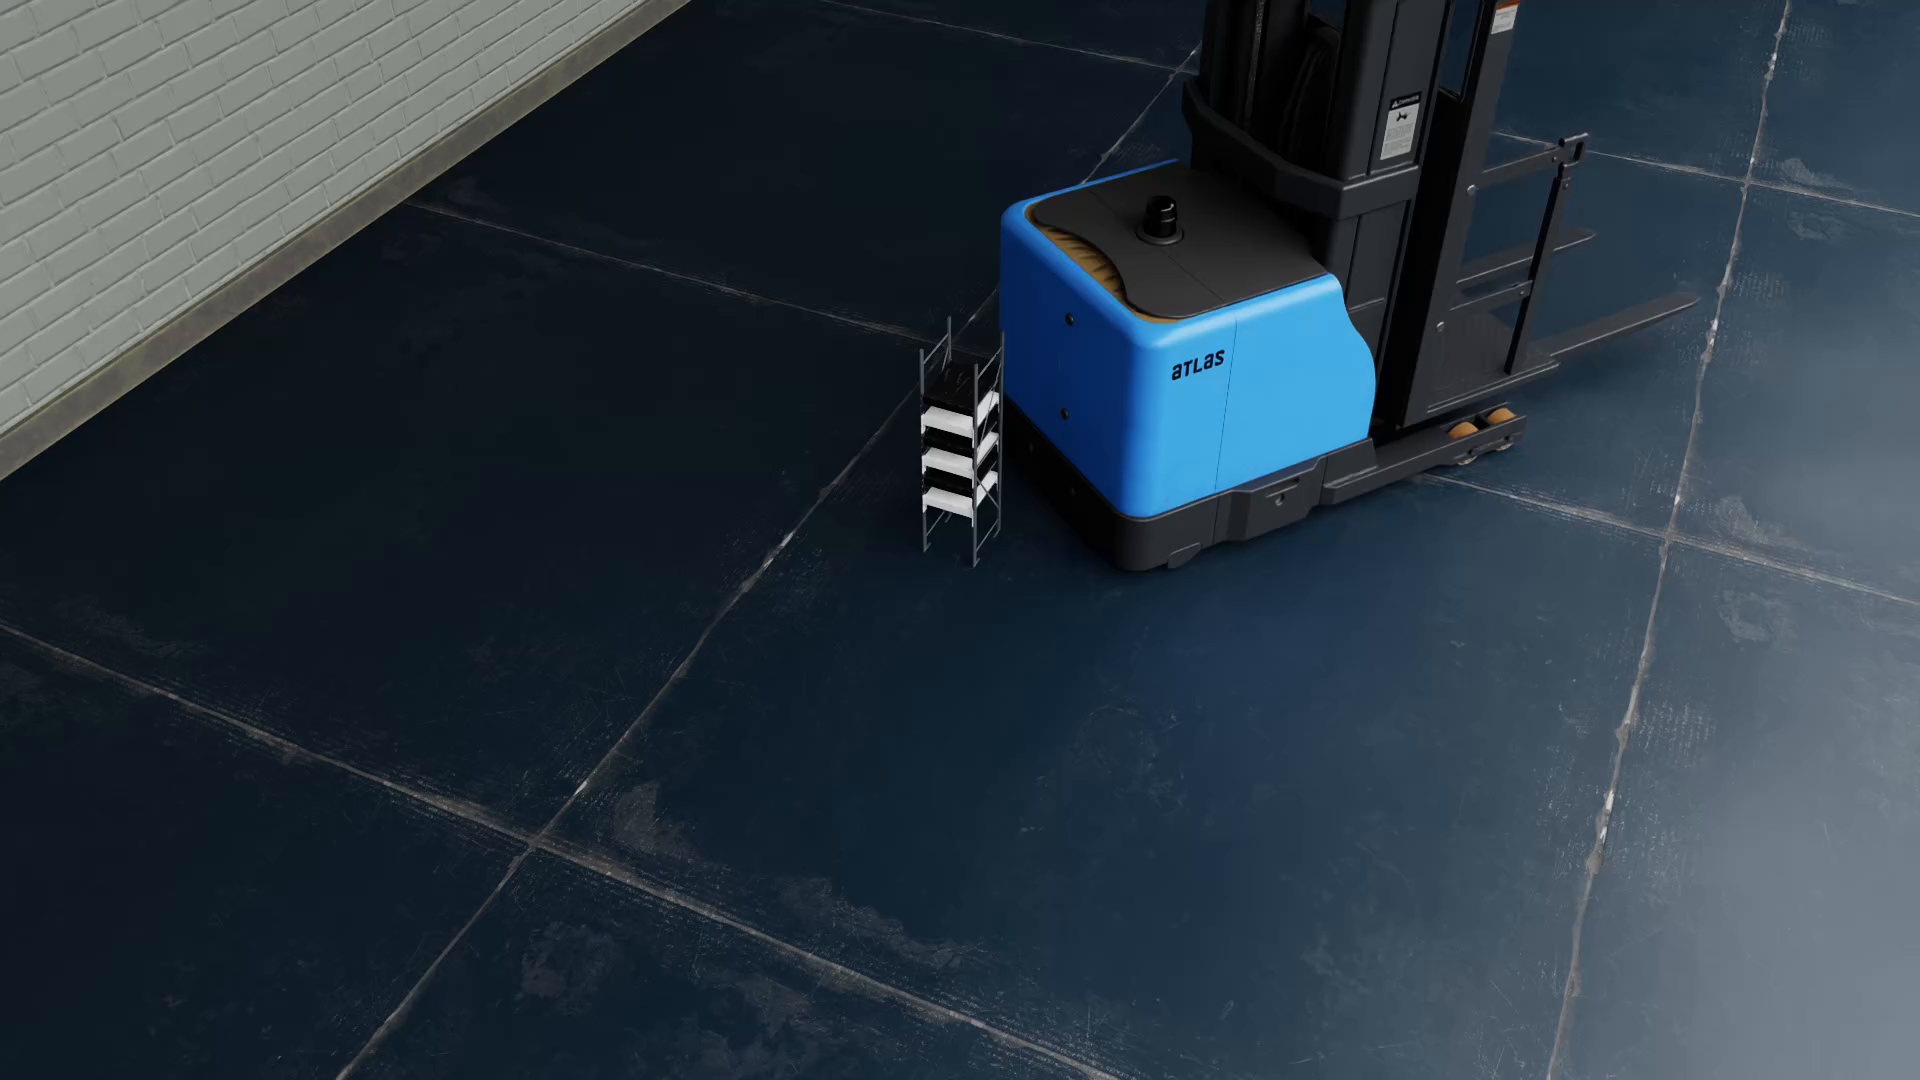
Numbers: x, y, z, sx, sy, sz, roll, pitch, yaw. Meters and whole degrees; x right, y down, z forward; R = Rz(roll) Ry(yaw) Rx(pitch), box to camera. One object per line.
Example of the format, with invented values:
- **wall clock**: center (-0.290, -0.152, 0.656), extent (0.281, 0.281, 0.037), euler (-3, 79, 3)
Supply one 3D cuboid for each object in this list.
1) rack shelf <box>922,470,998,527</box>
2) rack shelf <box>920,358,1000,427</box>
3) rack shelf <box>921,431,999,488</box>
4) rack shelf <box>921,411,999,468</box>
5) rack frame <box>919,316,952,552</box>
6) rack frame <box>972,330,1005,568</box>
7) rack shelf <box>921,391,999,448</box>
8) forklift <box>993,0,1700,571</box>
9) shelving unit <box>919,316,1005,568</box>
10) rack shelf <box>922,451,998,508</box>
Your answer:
- **rack shelf**: center (0.007, -0.177, 6.092), extent (0.200, 0.077, 0.258), euler (17, 44, 19)
- **rack shelf**: center (0.007, -0.517, 5.798), extent (0.200, 0.077, 0.258), euler (17, 44, 19)
- **rack shelf**: center (0.007, -0.313, 5.974), extent (0.200, 0.077, 0.258), euler (17, 44, 19)
- **rack shelf**: center (0.007, -0.381, 5.916), extent (0.200, 0.077, 0.258), euler (17, 44, 19)
- **rack frame**: center (-0.085, -0.366, 5.985), extent (0.006, 0.900, 0.240), euler (17, 44, 19)
- **rack frame**: center (0.099, -0.310, 5.920), extent (0.006, 0.900, 0.240), euler (17, 44, 19)
- **rack shelf**: center (0.007, -0.449, 5.857), extent (0.200, 0.077, 0.258), euler (17, 44, 19)
- **forklift**: center (1.676, -1.690, 5.962), extent (3.031, 2.935, 1.130), euler (-20, 45, -21)
- **shelving unit**: center (0.007, -0.338, 5.953), extent (0.210, 0.900, 0.258), euler (17, 44, 19)
- **rack shelf**: center (0.007, -0.245, 6.033), extent (0.200, 0.077, 0.258), euler (17, 44, 19)
